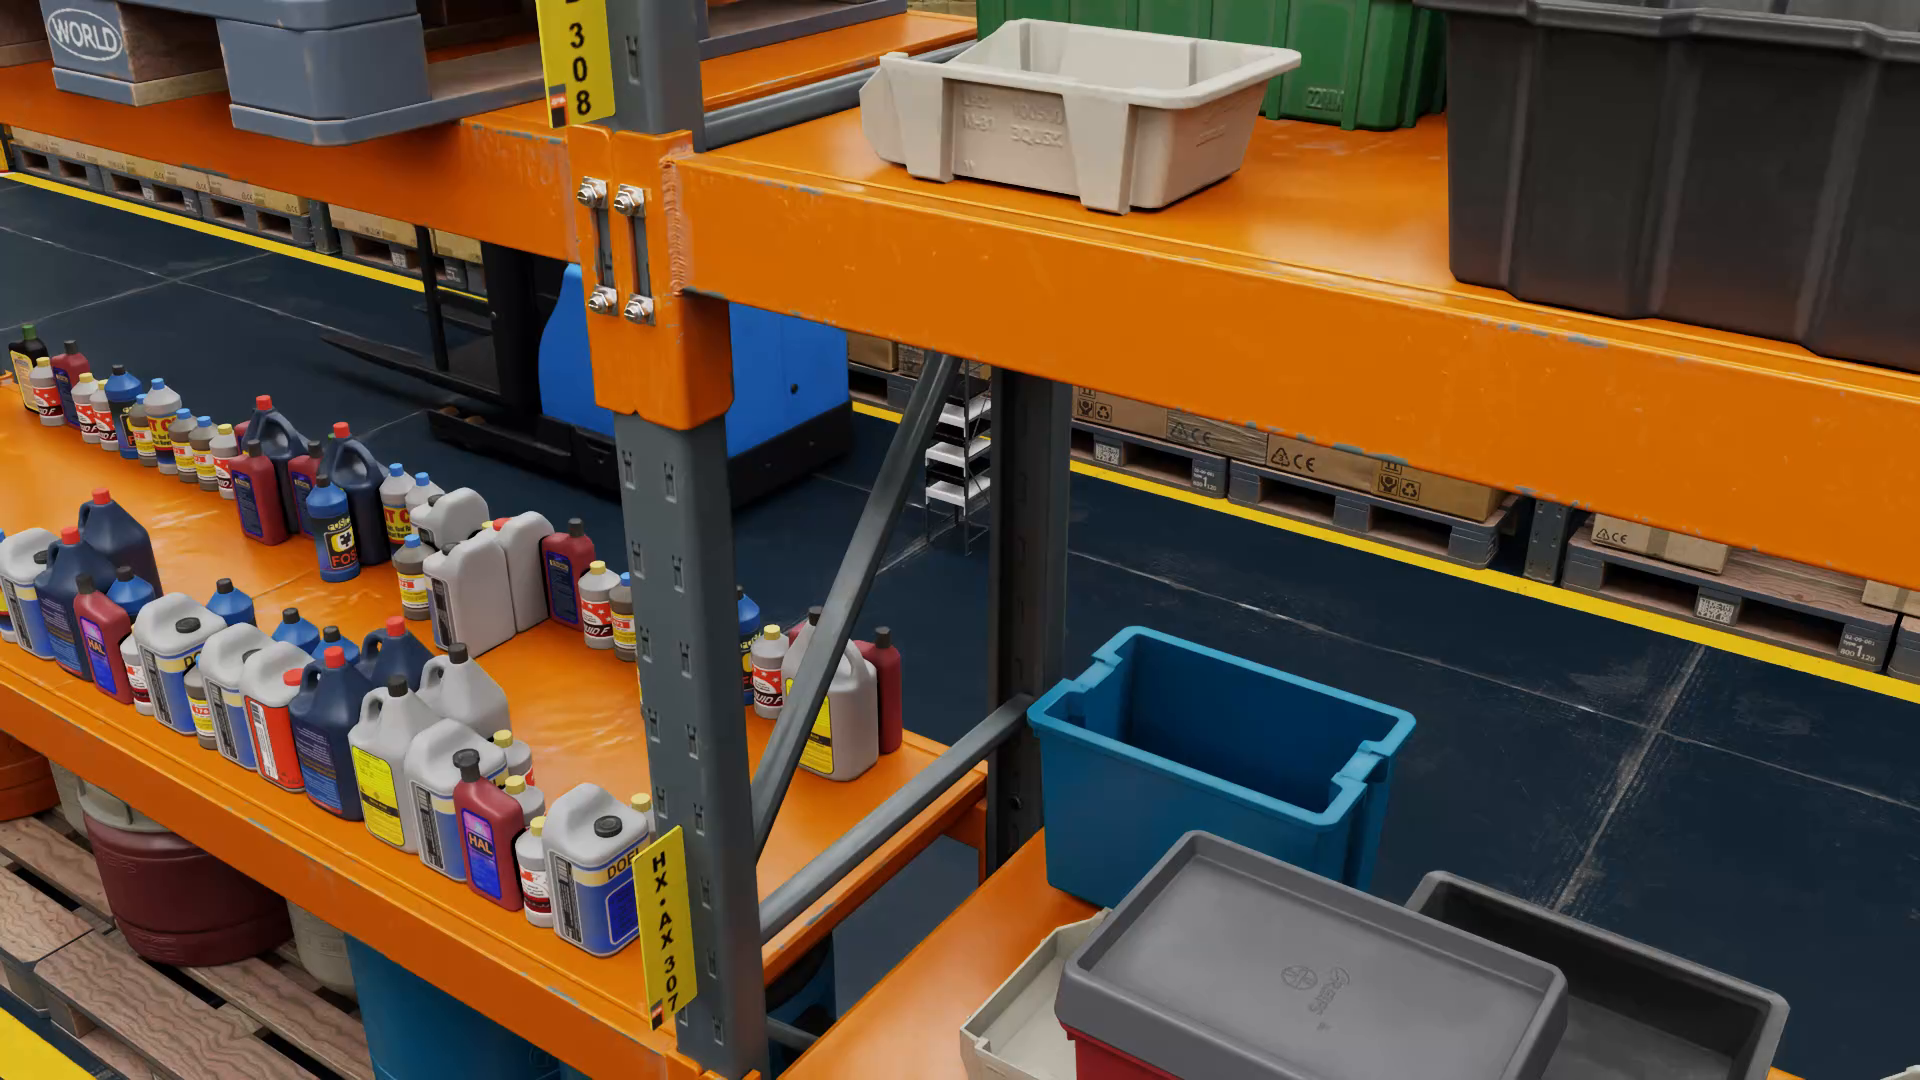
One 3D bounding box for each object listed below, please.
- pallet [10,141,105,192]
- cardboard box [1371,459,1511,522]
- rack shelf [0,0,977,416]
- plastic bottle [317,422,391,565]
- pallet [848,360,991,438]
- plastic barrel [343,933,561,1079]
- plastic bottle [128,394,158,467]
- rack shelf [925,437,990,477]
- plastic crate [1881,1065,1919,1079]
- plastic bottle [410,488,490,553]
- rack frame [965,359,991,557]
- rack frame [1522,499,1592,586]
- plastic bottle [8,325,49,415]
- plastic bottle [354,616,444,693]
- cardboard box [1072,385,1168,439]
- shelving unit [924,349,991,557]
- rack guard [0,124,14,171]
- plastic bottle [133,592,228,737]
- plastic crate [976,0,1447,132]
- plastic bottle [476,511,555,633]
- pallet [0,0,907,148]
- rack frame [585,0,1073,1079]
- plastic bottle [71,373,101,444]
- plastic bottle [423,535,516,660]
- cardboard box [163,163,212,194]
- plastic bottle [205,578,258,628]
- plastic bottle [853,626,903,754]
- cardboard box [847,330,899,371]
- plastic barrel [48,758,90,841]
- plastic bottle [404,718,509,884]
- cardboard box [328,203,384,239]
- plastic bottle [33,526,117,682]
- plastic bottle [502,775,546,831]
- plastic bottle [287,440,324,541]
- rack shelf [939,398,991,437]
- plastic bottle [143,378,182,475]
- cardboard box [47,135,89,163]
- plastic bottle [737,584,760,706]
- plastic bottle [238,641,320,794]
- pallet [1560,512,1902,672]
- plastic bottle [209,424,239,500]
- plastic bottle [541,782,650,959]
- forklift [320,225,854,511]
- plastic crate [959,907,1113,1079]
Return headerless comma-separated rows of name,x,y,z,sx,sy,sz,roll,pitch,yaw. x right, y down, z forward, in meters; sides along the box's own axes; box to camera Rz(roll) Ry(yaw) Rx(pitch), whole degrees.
pallet,-6.557,-3.007,12.926,1.213,0.211,1.003,17,32,30
cardboard box,2.111,-0.450,7.099,0.500,0.500,0.500,17,32,30
rack shelf,-1.776,-1.028,3.448,4.000,0.370,1.077,17,32,30
plastic bottle,-1.537,-0.127,4.247,0.185,0.351,0.144,17,32,30
pallet,-0.023,-0.927,8.840,1.213,0.211,1.003,17,32,30
plastic barrel,-1.150,0.922,3.981,0.708,0.901,0.600,17,32,30
plastic bottle,-2.334,-0.321,4.794,0.097,0.201,0.097,0,27,0
rack shelf,0.007,-0.369,7.057,0.200,0.077,0.258,17,32,30
plastic crate,1.478,0.928,2.345,0.466,0.136,0.293,17,32,30
plastic bottle,-1.248,-0.001,4.082,0.135,0.276,0.152,17,32,30
rack frame,0.090,-0.373,6.990,0.006,0.900,0.240,17,32,30
rack frame,2.680,-1.349,6.593,0.127,3.000,1.000,17,32,30
plastic bottle,-2.849,-0.529,5.110,0.133,0.283,0.061,17,32,30
plastic bottle,-1.141,0.309,3.390,0.185,0.351,0.144,17,32,30
cardboard box,0.875,-0.839,7.863,0.500,0.500,0.500,16,31,29
shelving unit,0.007,-0.399,7.042,0.210,0.900,0.258,17,32,30
rack guard,-7.231,-3.322,13.227,0.348,0.500,1.175,17,32,30
plastic bottle,-1.654,0.260,3.570,0.135,0.276,0.152,17,32,30
plastic crate,0.393,-0.745,2.332,0.662,0.188,0.450,17,32,30
plastic bottle,-1.056,0.058,3.965,0.135,0.276,0.152,17,32,30
pallet,-0.829,-0.915,2.643,1.003,0.211,1.213,17,32,30
rack frame,-0.129,0.503,2.954,0.053,2.616,0.949,17,32,30
plastic bottle,-2.575,-0.396,4.941,0.097,0.201,0.097,0,27,0
plastic bottle,-1.143,0.115,3.853,0.135,0.276,0.152,17,32,30
cardboard box,-5.247,-2.657,11.733,0.500,0.250,0.500,17,32,30
plastic bottle,-1.599,0.210,3.672,0.097,0.271,0.097,0,27,0
plastic bottle,-0.188,0.300,3.481,0.133,0.283,0.061,17,32,30
cardboard box,-0.404,-1.234,8.639,0.500,0.500,0.500,19,32,32
plastic barrel,-2.496,0.627,4.990,0.421,0.512,0.421,0,27,0
plastic bottle,-0.936,0.483,3.130,0.135,0.276,0.152,17,32,30
cardboard box,-3.722,-2.169,10.773,0.500,0.250,0.500,16,31,29
plastic bottle,-1.978,0.127,3.747,0.185,0.351,0.144,17,32,30
plastic bottle,-0.822,0.534,3.113,0.097,0.201,0.097,0,27,0
plastic bottle,-1.680,-0.131,4.328,0.133,0.283,0.061,17,32,30
rack shelf,0.007,-0.530,6.975,0.200,0.077,0.258,17,32,30
plastic bottle,-2.254,-0.328,4.729,0.097,0.271,0.097,0,27,0
cardboard box,-6.481,-3.044,12.493,0.500,0.250,0.500,17,32,30
plastic bottle,-0.484,0.224,3.645,0.097,0.271,0.097,0,27,0
plastic bottle,-1.352,0.354,3.385,0.135,0.276,0.152,17,32,30
pallet,3.246,0.071,6.879,1.213,0.211,1.003,17,32,30
plastic bottle,-2.013,-0.221,4.597,0.097,0.201,0.097,0,27,0
plastic bottle,-0.635,0.577,2.946,0.135,0.276,0.152,17,32,30
forklift,-2.004,-1.921,7.792,3.031,2.935,1.130,18,32,31
plastic crate,0.175,0.766,2.663,0.243,0.136,0.396,17,32,30
